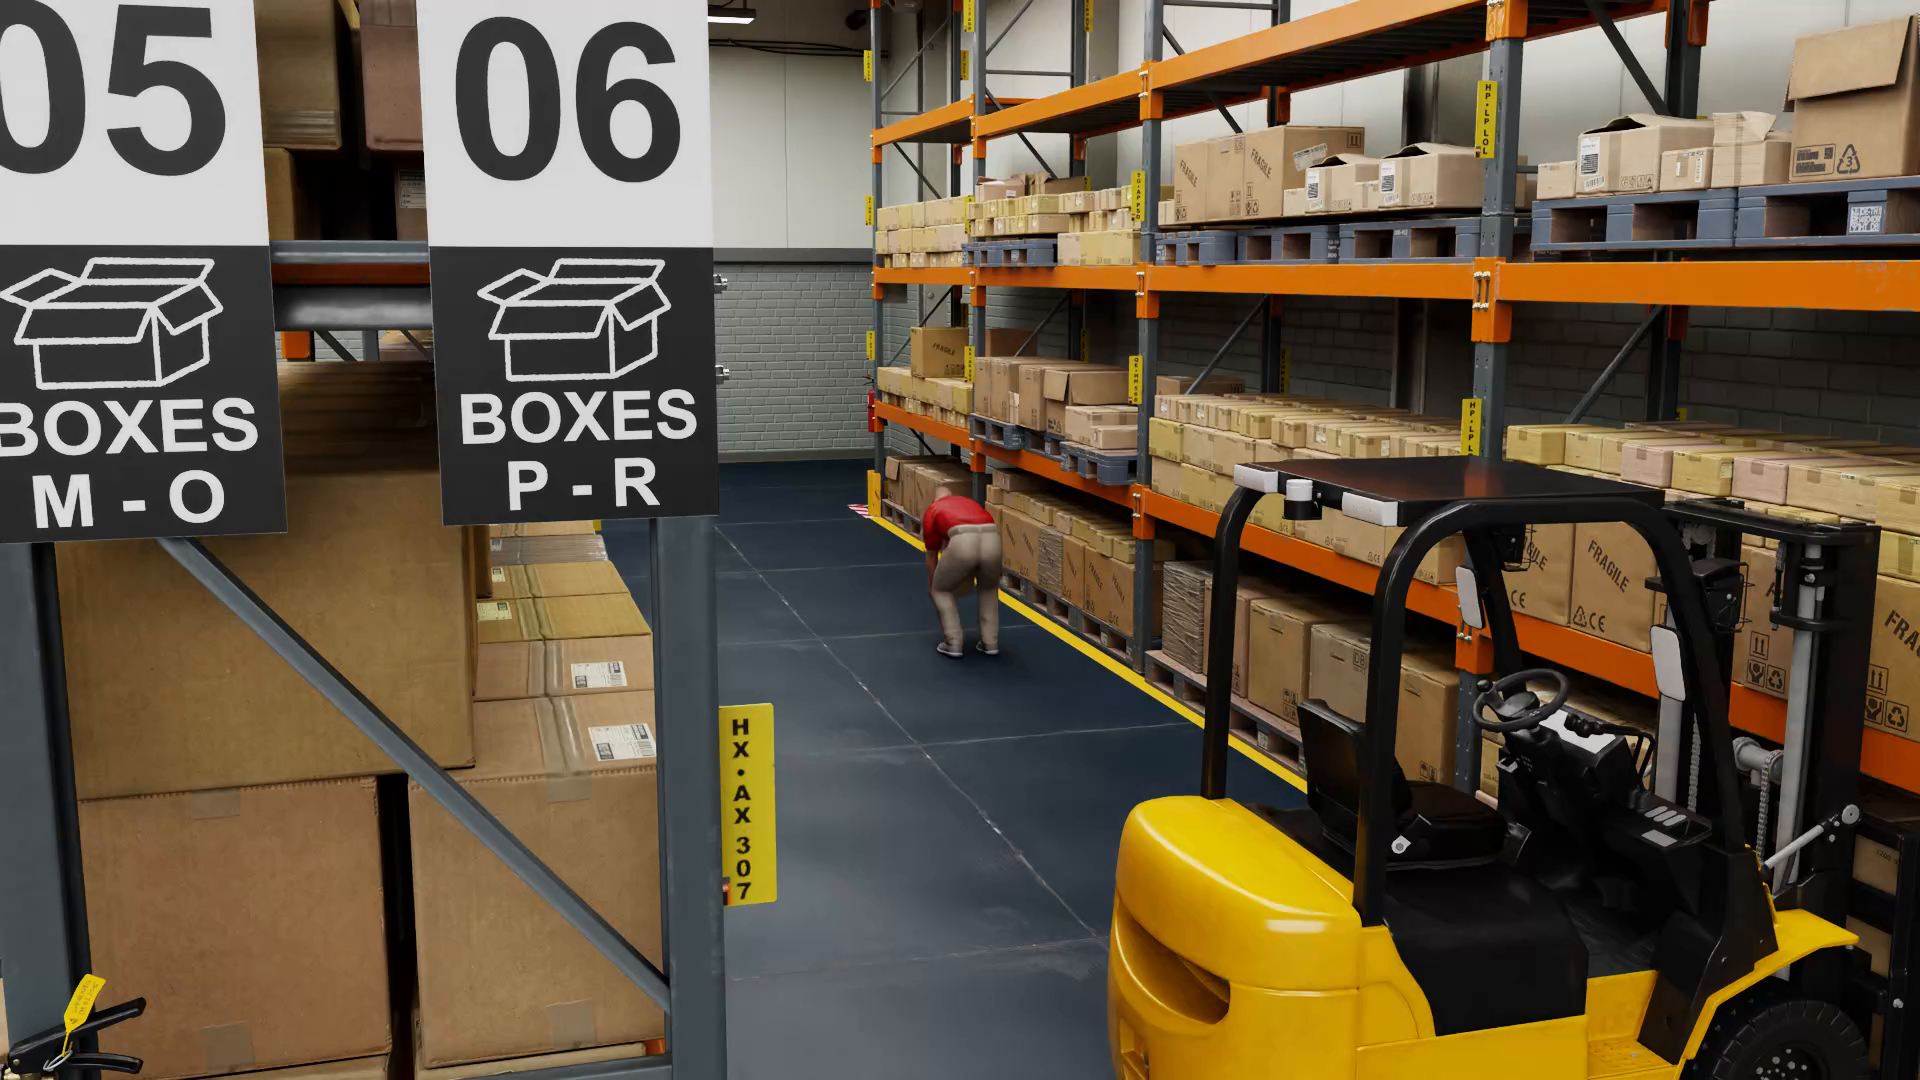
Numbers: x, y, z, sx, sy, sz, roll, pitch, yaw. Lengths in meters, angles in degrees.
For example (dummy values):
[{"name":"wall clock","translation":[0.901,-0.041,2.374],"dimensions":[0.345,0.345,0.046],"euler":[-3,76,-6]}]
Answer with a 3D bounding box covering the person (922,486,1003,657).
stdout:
[{"name":"person","translation":[0.007,0.227,12.285],"dimensions":[0.517,1.170,0.931],"euler":[-3,10,-18]}]
